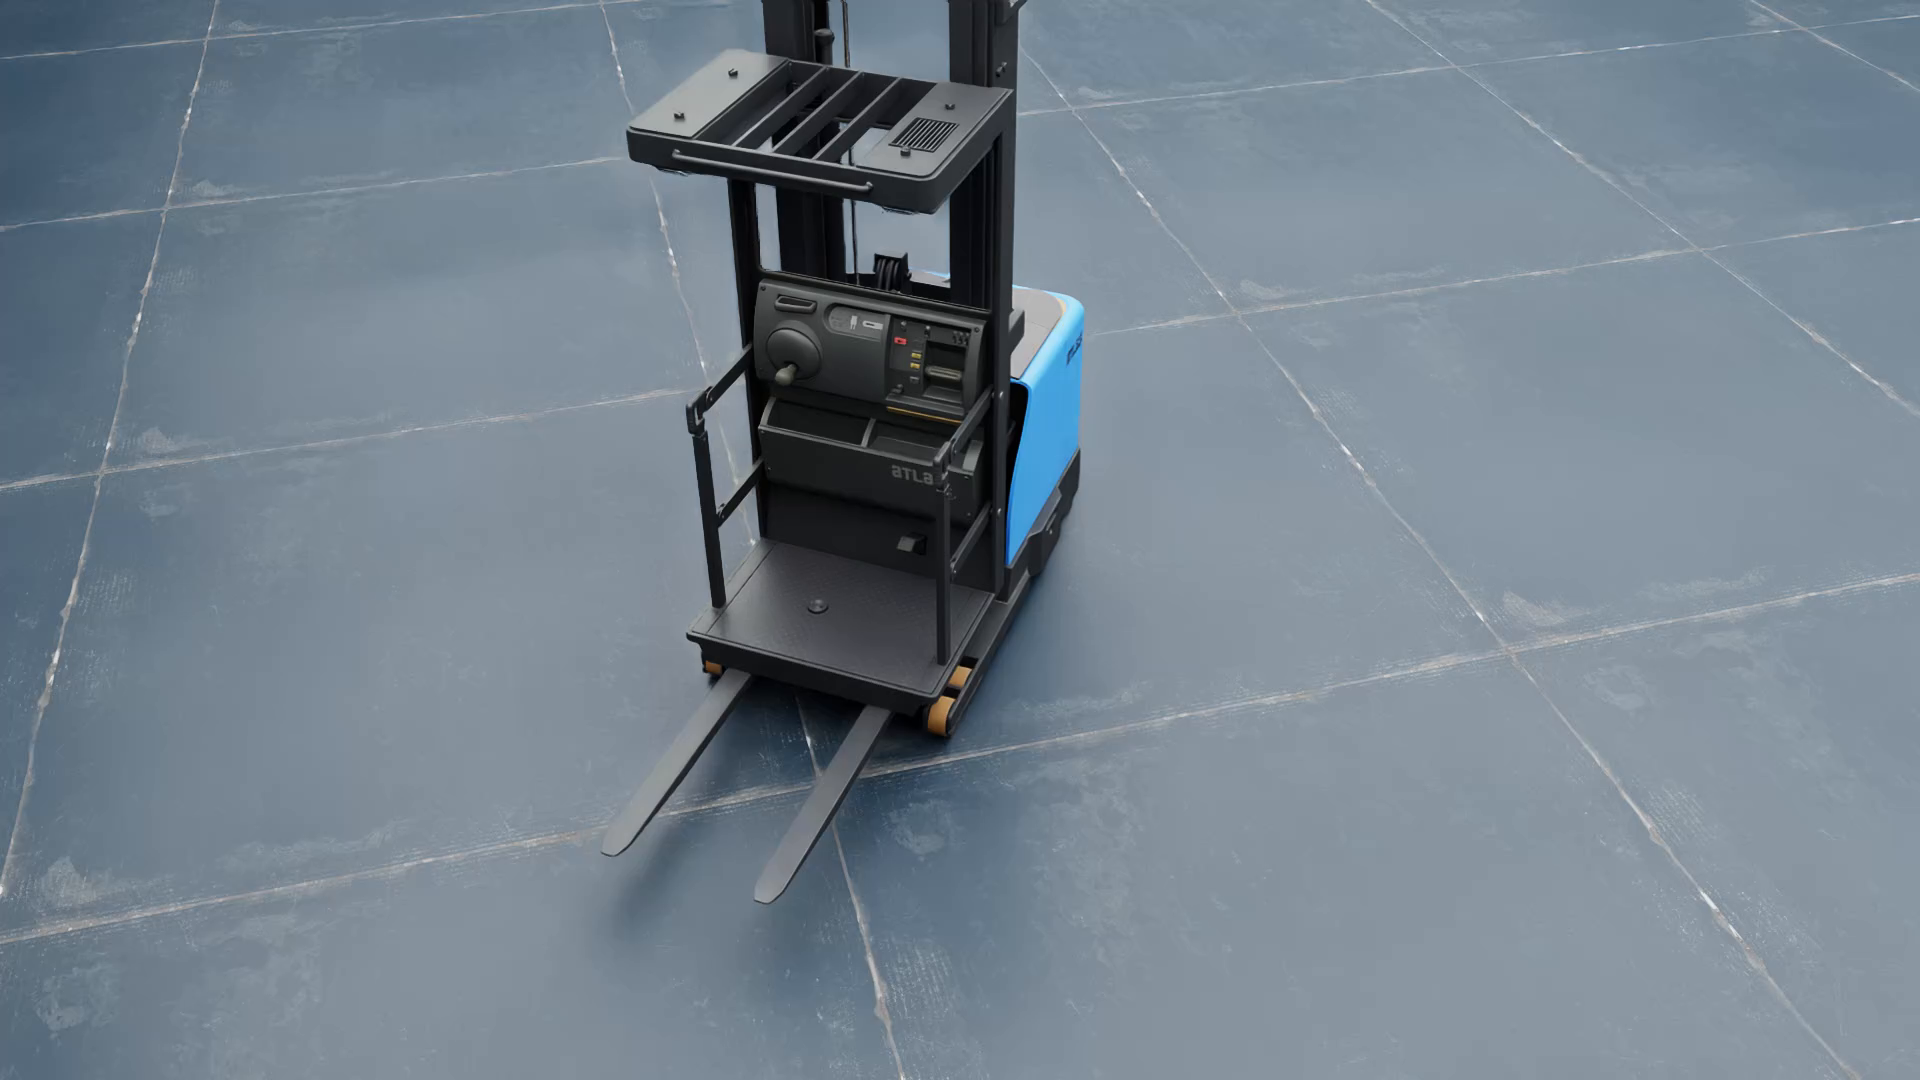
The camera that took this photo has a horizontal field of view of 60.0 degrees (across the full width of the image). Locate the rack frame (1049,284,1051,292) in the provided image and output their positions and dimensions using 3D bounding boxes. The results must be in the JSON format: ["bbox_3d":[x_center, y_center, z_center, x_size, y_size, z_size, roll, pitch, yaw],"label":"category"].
[{"bbox_3d":[0.426,-0.777,8.026,0.006,0.900,0.240,0,37,0],"label":"rack frame"}]

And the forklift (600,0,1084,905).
[{"bbox_3d":[-0.432,-0.660,6.201,1.130,2.935,3.031,13,39,16],"label":"forklift"}]

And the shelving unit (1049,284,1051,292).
[{"bbox_3d":[0.324,-0.777,8.026,0.210,0.900,0.258,0,37,0],"label":"shelving unit"}]
